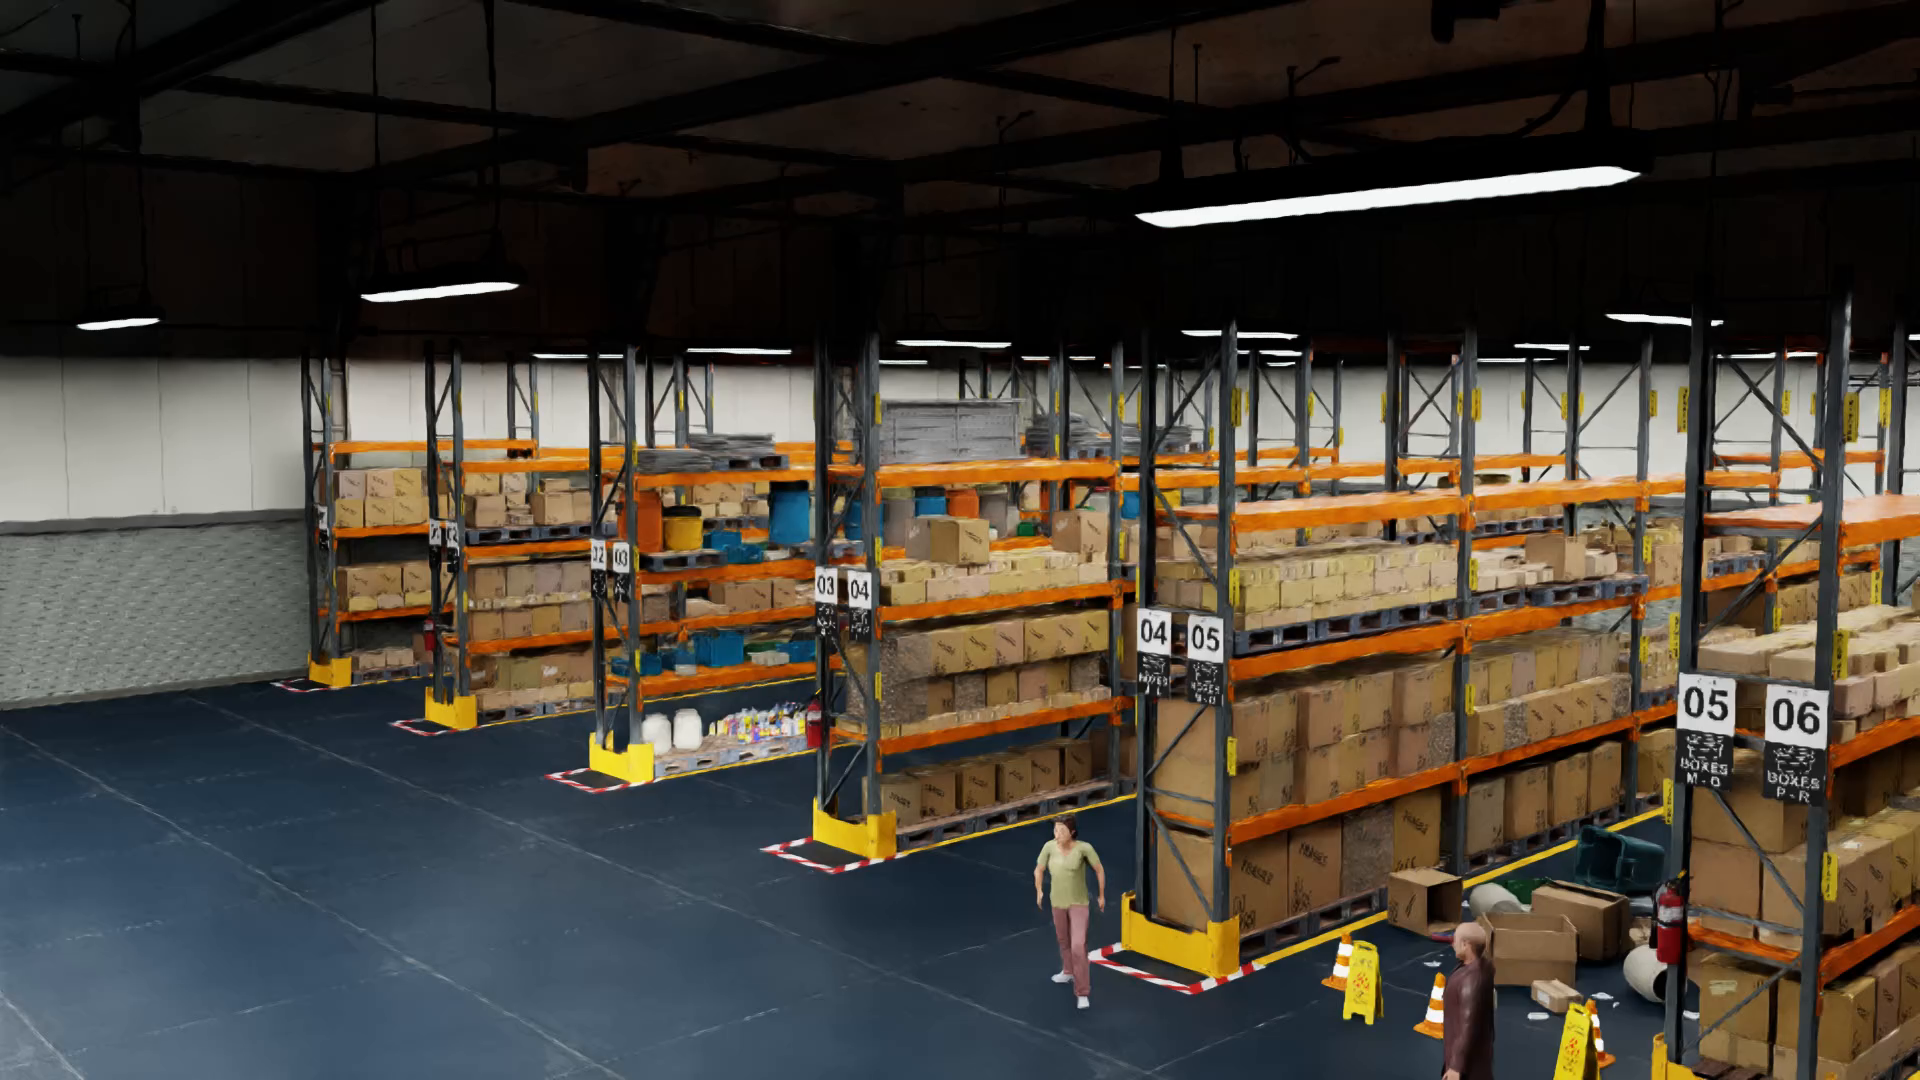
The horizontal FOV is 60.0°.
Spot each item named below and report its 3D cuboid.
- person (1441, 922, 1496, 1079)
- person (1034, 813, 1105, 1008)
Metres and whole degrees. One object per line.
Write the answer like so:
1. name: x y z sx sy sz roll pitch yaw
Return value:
1. person: 3.307 3.349 10.661 0.510 1.775 0.780 2 5 20
2. person: 0.967 3.104 14.241 0.625 1.607 0.808 3 6 30
